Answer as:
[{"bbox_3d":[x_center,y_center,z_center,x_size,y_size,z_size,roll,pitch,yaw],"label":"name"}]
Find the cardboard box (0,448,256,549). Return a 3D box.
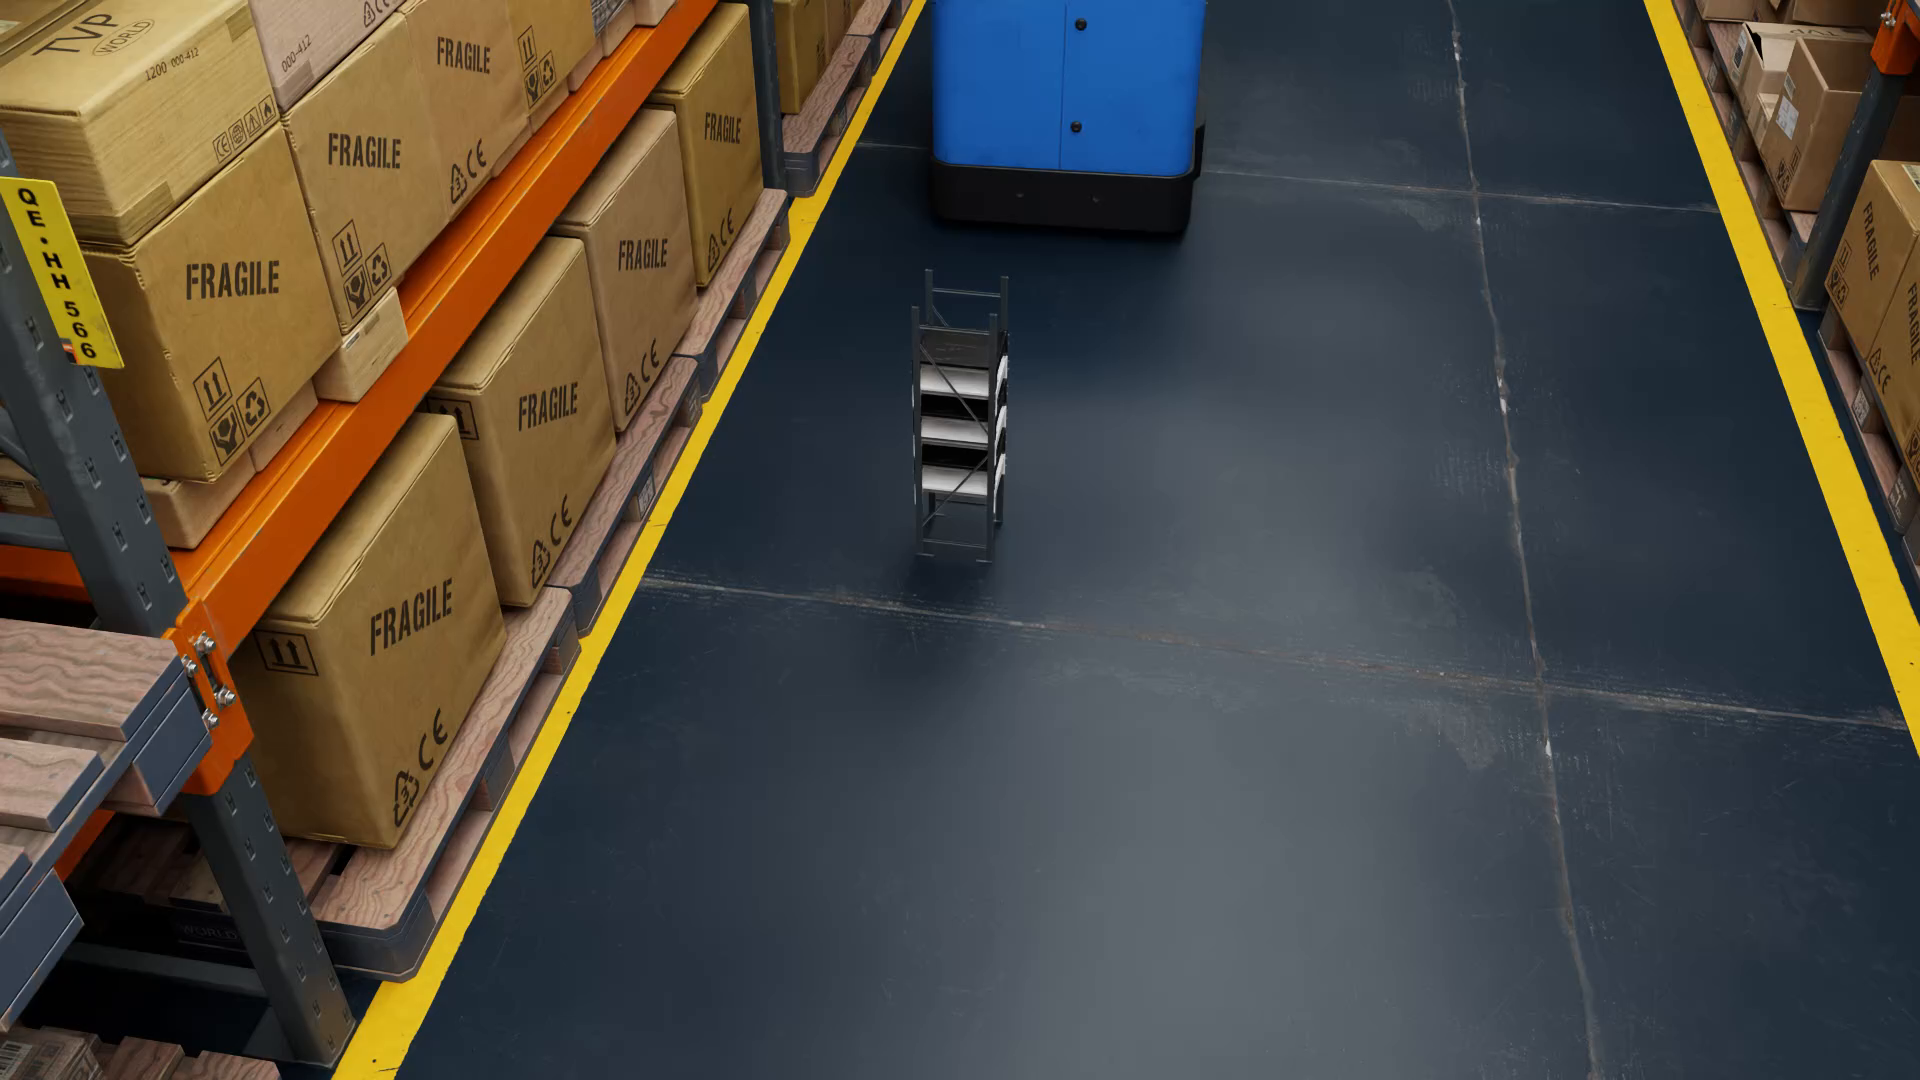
[{"bbox_3d":[-1.623,-0.133,3.238,0.380,0.149,0.250,6,40,7],"label":"cardboard box"}]

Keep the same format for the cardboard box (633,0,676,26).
[{"bbox_3d":[-1.093,-1.728,5.167,0.380,0.149,0.250,6,40,8],"label":"cardboard box"}]

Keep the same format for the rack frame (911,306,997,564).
[{"bbox_3d":[-0.016,-0.288,4.892,0.240,0.900,0.006,6,40,8],"label":"rack frame"}]

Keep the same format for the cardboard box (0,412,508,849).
[{"bbox_3d":[-1.652,0.179,4.037,0.750,0.750,0.750,6,40,7],"label":"cardboard box"}]

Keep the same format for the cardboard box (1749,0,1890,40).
[{"bbox_3d":[3.983,-2.394,7.406,0.797,0.503,0.637,6,40,8],"label":"cardboard box"}]

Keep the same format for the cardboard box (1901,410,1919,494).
[{"bbox_3d":[3.164,-0.288,4.860,0.500,0.500,0.500,7,40,8],"label":"cardboard box"}]

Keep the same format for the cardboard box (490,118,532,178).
[{"bbox_3d":[-1.369,-1.096,4.404,0.380,0.149,0.250,7,40,8],"label":"cardboard box"}]

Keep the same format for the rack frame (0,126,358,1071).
[{"bbox_3d":[-1.909,-0.041,2.945,1.000,3.000,0.127,6,40,8],"label":"rack frame"}]

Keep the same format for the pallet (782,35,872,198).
[{"bbox_3d":[-1.008,-1.945,7.437,1.003,0.211,1.213,6,40,8],"label":"pallet"}]

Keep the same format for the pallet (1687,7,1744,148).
[{"bbox_3d":[3.992,-2.131,7.662,1.003,0.211,1.213,6,40,8],"label":"pallet"}]

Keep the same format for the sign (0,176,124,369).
[{"bbox_3d":[-1.372,-0.402,2.536,0.100,0.325,0.005,6,40,8],"label":"sign"}]

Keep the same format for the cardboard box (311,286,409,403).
[{"bbox_3d":[-1.442,-0.447,3.618,0.380,0.149,0.250,8,40,9],"label":"cardboard box"}]

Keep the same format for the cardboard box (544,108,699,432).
[{"bbox_3d":[-1.352,-0.904,5.347,0.750,0.750,0.750,8,40,9],"label":"cardboard box"}]

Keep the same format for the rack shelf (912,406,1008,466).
[{"bbox_3d":[0.001,-0.326,4.991,0.258,0.077,0.200,6,40,8],"label":"rack shelf"}]

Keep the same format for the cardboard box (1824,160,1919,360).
[{"bbox_3d":[3.340,-0.937,5.645,0.500,0.500,0.500,5,40,6],"label":"cardboard box"}]

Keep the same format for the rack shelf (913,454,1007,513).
[{"bbox_3d":[0.001,-0.187,5.105,0.258,0.077,0.200,6,40,8],"label":"rack shelf"}]

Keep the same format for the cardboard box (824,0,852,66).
[{"bbox_3d":[-0.896,-2.522,7.579,0.700,0.500,0.500,6,40,7],"label":"cardboard box"}]

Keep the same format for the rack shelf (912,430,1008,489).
[{"bbox_3d":[0.001,-0.257,5.048,0.258,0.077,0.200,6,40,8],"label":"rack shelf"}]

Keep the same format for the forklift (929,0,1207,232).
[{"bbox_3d":[0.573,-3.288,6.927,1.130,2.935,3.031,4,40,5],"label":"forklift"}]

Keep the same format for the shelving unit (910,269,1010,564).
[{"bbox_3d":[0.001,-0.352,4.969,0.258,0.900,0.210,6,40,8],"label":"shelving unit"}]

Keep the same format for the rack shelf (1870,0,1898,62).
[{"bbox_3d":[4.009,-2.985,7.071,1.077,0.370,4.000,6,40,8],"label":"rack shelf"}]

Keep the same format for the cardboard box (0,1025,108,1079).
[{"bbox_3d":[-1.982,1.211,3.048,0.700,0.500,0.500,7,40,8],"label":"cardboard box"}]

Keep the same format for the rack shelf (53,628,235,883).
[{"bbox_3d":[-2.255,1.492,1.656,1.077,0.370,4.000,6,40,8],"label":"rack shelf"}]

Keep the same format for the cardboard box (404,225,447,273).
[{"bbox_3d":[-1.483,-0.782,4.024,0.380,0.149,0.250,7,40,9],"label":"cardboard box"}]

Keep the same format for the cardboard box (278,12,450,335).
[{"bbox_3d":[-1.473,-0.806,3.543,0.500,0.500,0.500,8,40,9],"label":"cardboard box"}]

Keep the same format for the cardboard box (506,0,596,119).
[{"bbox_3d":[-1.303,-1.445,4.316,0.500,0.500,0.500,7,40,9],"label":"cardboard box"}]

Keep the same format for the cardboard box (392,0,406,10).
[{"bbox_3d":[-1.401,-1.399,3.671,0.500,0.250,0.500,7,40,8],"label":"cardboard box"}]

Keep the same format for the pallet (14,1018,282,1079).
[{"bbox_3d":[-2.045,1.524,3.241,1.003,0.211,1.213,6,40,8],"label":"pallet"}]

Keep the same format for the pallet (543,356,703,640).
[{"bbox_3d":[-1.484,-0.216,5.345,1.003,0.211,1.213,6,40,8],"label":"pallet"}]

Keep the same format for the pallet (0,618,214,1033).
[{"bbox_3d":[-1.927,0.492,2.451,1.213,0.211,1.003,6,40,8],"label":"pallet"}]

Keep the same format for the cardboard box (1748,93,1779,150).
[{"bbox_3d":[3.488,-1.709,6.855,0.380,0.149,0.250,6,40,8],"label":"cardboard box"}]

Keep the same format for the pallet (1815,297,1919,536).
[{"bbox_3d":[3.560,-0.418,5.590,1.003,0.211,1.213,6,40,8],"label":"pallet"}]

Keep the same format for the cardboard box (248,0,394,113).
[{"bbox_3d":[-1.484,-1.084,3.291,0.500,0.250,0.500,6,40,7],"label":"cardboard box"}]

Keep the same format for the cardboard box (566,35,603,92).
[{"bbox_3d":[-1.259,-1.426,4.802,0.380,0.149,0.250,5,40,6],"label":"cardboard box"}]
